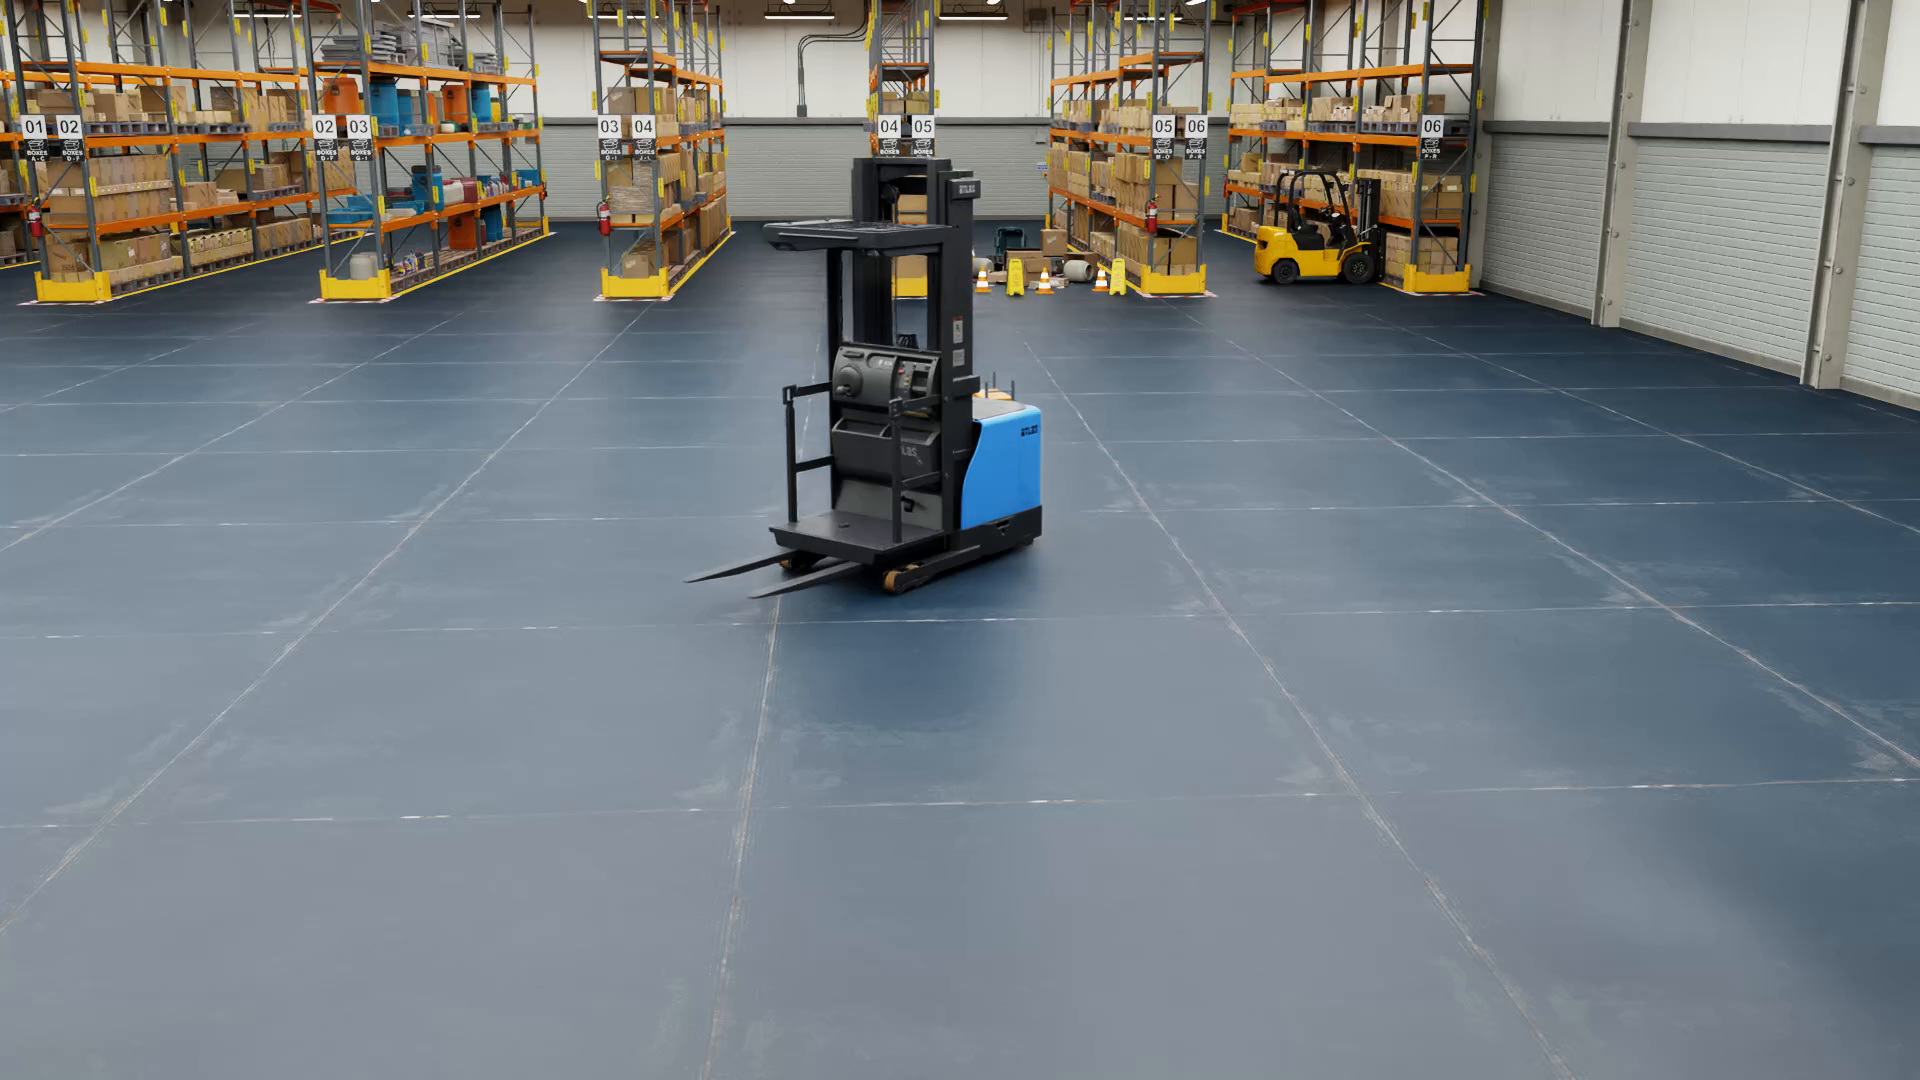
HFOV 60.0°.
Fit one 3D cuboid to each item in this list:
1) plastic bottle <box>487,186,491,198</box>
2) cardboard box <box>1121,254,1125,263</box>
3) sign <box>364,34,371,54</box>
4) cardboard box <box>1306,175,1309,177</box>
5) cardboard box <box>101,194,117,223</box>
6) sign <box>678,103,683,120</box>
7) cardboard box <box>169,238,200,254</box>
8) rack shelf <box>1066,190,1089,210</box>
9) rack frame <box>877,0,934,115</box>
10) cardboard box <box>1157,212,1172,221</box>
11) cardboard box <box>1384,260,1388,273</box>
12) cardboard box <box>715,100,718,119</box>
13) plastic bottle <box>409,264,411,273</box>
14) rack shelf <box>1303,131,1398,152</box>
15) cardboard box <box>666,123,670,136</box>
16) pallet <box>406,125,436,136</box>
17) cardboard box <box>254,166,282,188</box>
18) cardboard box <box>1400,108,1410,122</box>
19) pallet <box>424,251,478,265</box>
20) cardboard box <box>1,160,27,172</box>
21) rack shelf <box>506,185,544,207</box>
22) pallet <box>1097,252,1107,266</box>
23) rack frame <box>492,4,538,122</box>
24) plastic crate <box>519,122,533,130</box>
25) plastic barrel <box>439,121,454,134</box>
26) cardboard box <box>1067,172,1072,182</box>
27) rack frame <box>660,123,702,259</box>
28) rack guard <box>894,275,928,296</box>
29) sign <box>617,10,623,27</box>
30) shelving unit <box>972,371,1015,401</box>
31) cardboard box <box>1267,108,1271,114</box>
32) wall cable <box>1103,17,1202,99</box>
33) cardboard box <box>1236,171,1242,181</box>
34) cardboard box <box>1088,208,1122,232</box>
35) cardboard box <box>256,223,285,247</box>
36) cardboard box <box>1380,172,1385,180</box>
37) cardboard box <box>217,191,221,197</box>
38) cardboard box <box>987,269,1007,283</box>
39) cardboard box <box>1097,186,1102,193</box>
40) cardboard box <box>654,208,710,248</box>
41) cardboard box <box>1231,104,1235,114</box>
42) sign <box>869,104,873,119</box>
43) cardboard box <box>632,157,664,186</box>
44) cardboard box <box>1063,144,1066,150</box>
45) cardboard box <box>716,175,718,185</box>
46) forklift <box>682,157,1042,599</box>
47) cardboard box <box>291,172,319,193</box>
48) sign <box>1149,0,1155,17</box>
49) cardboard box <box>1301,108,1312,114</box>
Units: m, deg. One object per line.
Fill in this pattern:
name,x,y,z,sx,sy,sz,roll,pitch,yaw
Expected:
plastic bottle,-11.149,-8.212,39.172,0.152,0.276,0.135,-1,14,-3
cardboard box,3.535,-5.637,33.592,0.500,0.250,0.500,0,14,0
sign,-10.314,-8.636,28.953,0.100,0.325,0.005,-1,14,-3
cardboard box,8.155,-8.400,38.153,0.380,0.149,0.250,0,14,-2
cardboard box,-15.861,-6.045,30.299,0.700,0.500,0.500,-1,14,-2
sign,-5.626,-8.610,33.411,0.100,0.325,0.005,-1,14,-3
cardboard box,-15.832,-5.994,33.853,0.500,0.311,0.500,-1,14,-3
rack shelf,3.352,-8.193,40.293,1.077,0.370,4.000,-1,14,-3
rack frame,-0.963,-8.858,29.395,1.000,3.000,0.127,-1,14,-3
cardboard box,3.735,-6.022,30.917,0.380,0.149,0.250,0,14,-2
cardboard box,8.537,-5.364,32.530,0.500,0.250,0.500,-1,14,-3
cardboard box,-6.825,-11.505,44.458,0.700,0.500,0.500,-2,15,-7
plastic bottle,-10.698,-5.273,32.235,0.097,0.201,0.097,0,14,0
rack shelf,8.554,-8.728,36.354,1.077,0.370,4.000,-1,14,-3
cardboard box,-5.794,-7.786,31.549,0.500,0.250,0.500,0,14,-2
pallet,-10.969,-8.003,32.470,1.213,0.211,1.003,-1,14,-3
cardboard box,-16.380,-8.547,39.182,0.700,0.500,0.500,-5,15,-18
cardboard box,8.555,-8.036,31.445,0.396,0.266,0.258,-1,14,-3
pallet,-11.349,-6.271,36.975,1.003,0.211,1.213,-1,14,-3
cardboard box,-21.019,-8.351,37.121,0.500,0.250,0.500,-1,14,-2
rack shelf,-11.730,-8.958,43.268,1.077,0.370,4.000,-1,14,-3
pallet,3.595,-6.196,36.686,1.003,0.211,1.213,-1,14,-3
rack frame,-11.854,-12.709,44.364,1.000,3.000,0.127,-1,14,-3
plastic crate,-11.508,-10.913,43.828,0.450,0.188,0.336,-1,14,-3
plastic barrel,-11.047,-8.888,35.807,0.301,0.262,0.301,0,14,0
cardboard box,2.974,-9.094,41.651,0.500,0.250,0.500,-1,14,-5
rack frame,-6.415,-7.891,37.676,1.000,3.000,0.127,-1,14,-3
rack guard,-0.961,-4.736,30.431,1.175,0.500,0.348,-1,14,-3
sign,-6.721,-10.321,32.887,0.100,0.325,0.005,-1,14,-3
shelving unit,0.244,-0.729,13.450,0.258,1.200,0.503,-4,15,-16
cardboard box,7.824,-10.633,41.177,0.380,0.149,0.250,-1,14,-4
wall cable,5.880,-14.412,50.905,2.988,3.039,0.133,-1,14,-3
cardboard box,7.759,-9.814,44.854,0.500,0.250,0.500,-1,14,-4
cardboard box,3.516,-7.391,39.155,0.875,0.875,0.875,-1,14,-4
cardboard box,-16.110,-7.114,38.789,0.500,0.500,0.500,-1,14,-4
cardboard box,8.560,-7.230,33.009,0.380,0.149,0.250,-1,14,-4
cardboard box,-16.441,-7.470,36.220,0.500,0.311,0.500,-1,14,-4
cardboard box,0.734,-5.224,32.799,0.396,0.266,0.258,2,15,6
cardboard box,3.262,-7.834,37.114,0.380,0.149,0.250,-1,14,-3
cardboard box,-6.437,-7.237,38.556,1.225,0.875,0.875,-2,15,-6
cardboard box,7.711,-11.763,45.406,0.500,0.250,0.500,-1,14,-4
sign,-2.000,-9.638,37.407,0.100,0.325,0.005,-1,14,-3
cardboard box,-5.682,-6.719,30.317,0.500,0.500,0.500,-1,14,-3
cardboard box,2.892,-10.211,43.184,0.380,0.149,0.250,-1,14,-4
cardboard box,-6.457,-9.202,42.475,0.500,0.250,0.500,-1,14,-4
forklift,-0.665,-1.181,11.735,1.130,2.935,3.031,11,18,36
cardboard box,-16.310,-8.913,41.448,0.500,0.500,0.500,-1,14,-2
sign,3.416,-9.485,29.640,0.100,0.325,0.005,-1,14,-3
cardboard box,8.113,-9.920,38.444,0.380,0.149,0.250,0,14,-2
